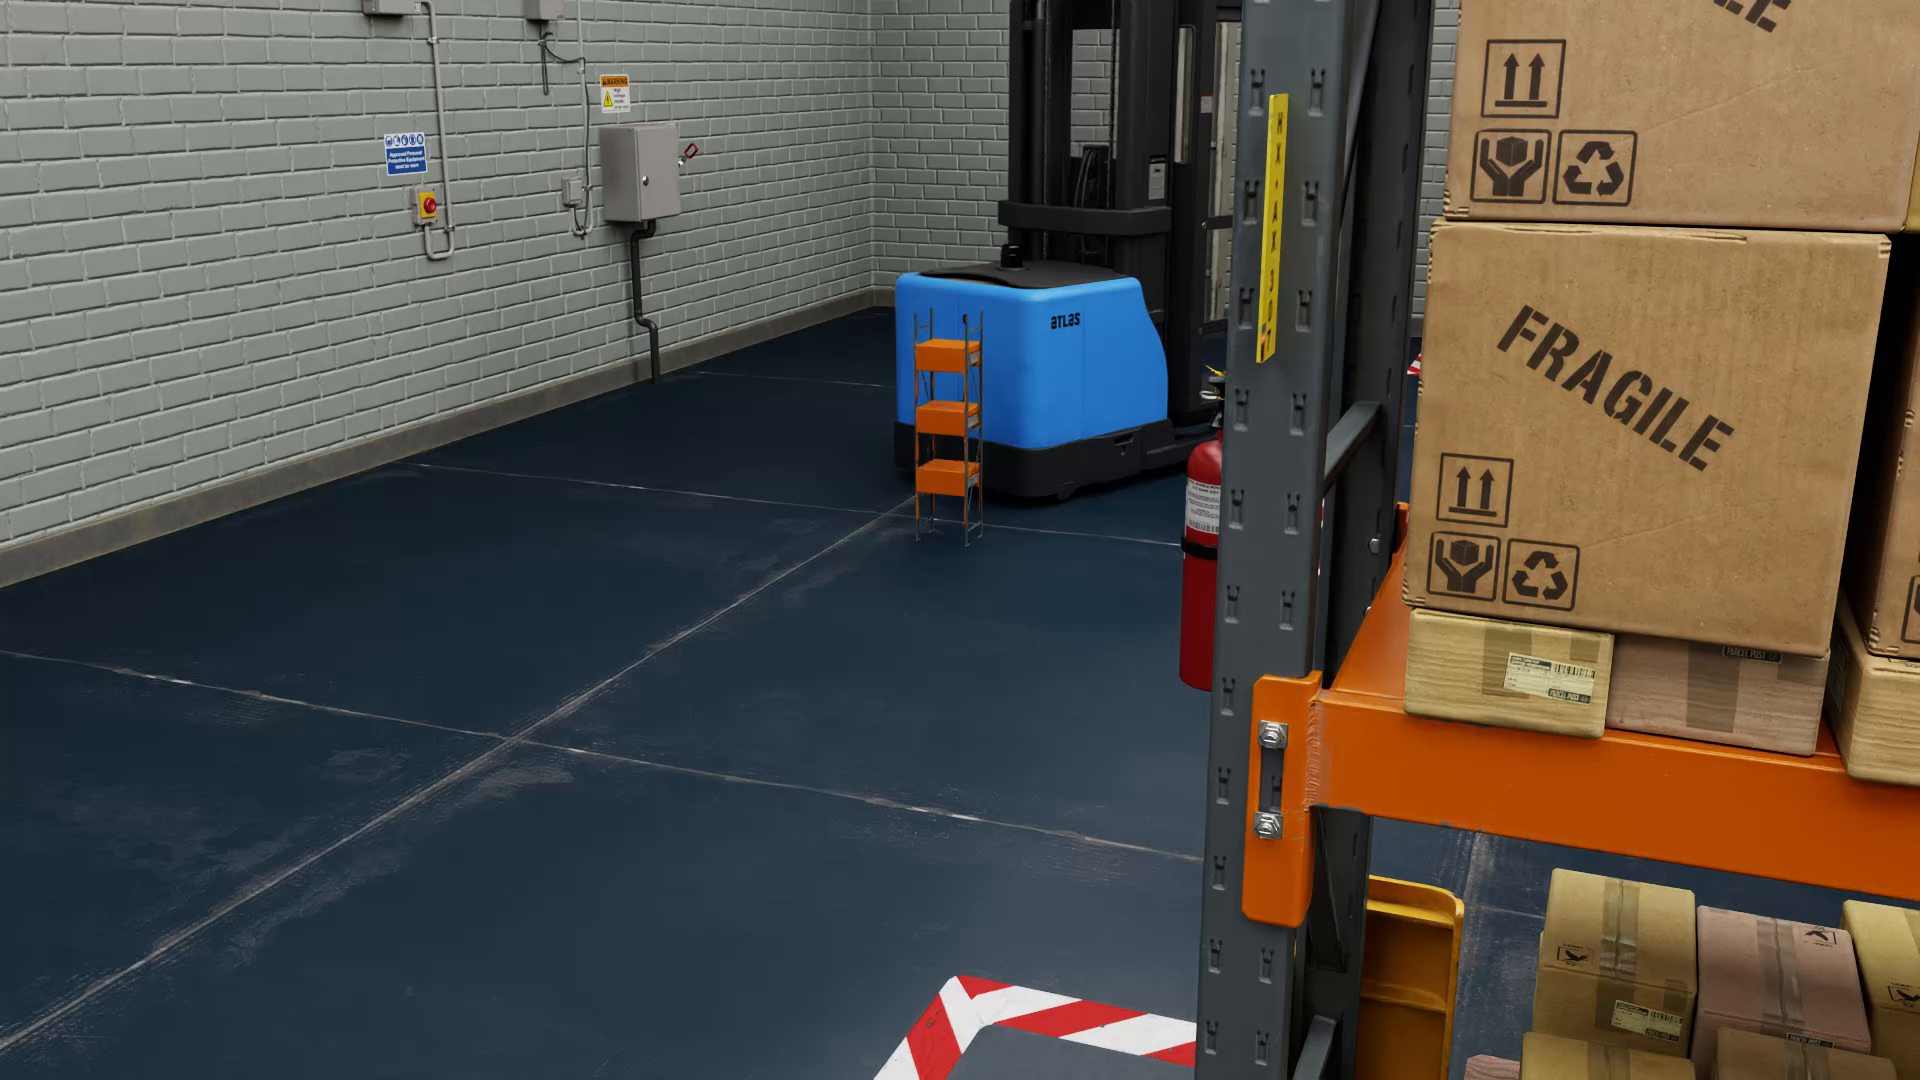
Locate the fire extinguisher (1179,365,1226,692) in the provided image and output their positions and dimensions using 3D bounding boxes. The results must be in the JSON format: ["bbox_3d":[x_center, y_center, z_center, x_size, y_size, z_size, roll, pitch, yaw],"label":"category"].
[{"bbox_3d":[0.526,-0.043,3.250,0.183,0.674,0.296,6,17,21],"label":"fire extinguisher"}]

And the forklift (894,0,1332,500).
[{"bbox_3d":[1.042,-1.938,9.092,1.130,2.935,3.031,15,22,42],"label":"forklift"}]

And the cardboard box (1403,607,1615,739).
[{"bbox_3d":[0.772,0.125,2.314,0.250,0.149,0.380,6,17,20],"label":"cardboard box"}]

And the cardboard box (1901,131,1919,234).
[{"bbox_3d":[1.383,-0.620,1.924,0.500,0.500,0.500,7,18,22],"label":"cardboard box"}]

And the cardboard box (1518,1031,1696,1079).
[{"bbox_3d":[0.953,0.909,2.454,0.250,0.149,0.380,5,17,18],"label":"cardboard box"}]

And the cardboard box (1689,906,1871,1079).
[{"bbox_3d":[1.389,0.797,2.842,0.250,0.149,0.380,7,17,22],"label":"cardboard box"}]

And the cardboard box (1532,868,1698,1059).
[{"bbox_3d":[1.176,0.756,2.982,0.250,0.149,0.380,6,17,21],"label":"cardboard box"}]

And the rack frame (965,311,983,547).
[{"bbox_3d":[0.064,-0.497,7.503,0.008,1.050,0.200,6,17,21],"label":"rack frame"}]

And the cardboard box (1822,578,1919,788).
[{"bbox_3d":[1.254,0.181,2.119,0.250,0.149,0.380,6,17,19],"label":"cardboard box"}]

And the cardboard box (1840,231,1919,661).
[{"bbox_3d":[1.414,-0.139,2.060,0.500,0.500,0.500,6,17,21],"label":"cardboard box"}]

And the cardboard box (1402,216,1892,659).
[{"bbox_3d":[0.907,-0.187,2.226,0.500,0.500,0.500,7,18,23],"label":"cardboard box"}]

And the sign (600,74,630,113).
[{"bbox_3d":[-2.248,-2.912,10.844,0.001,0.242,0.339,6,17,21],"label":"sign"}]

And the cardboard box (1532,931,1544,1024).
[{"bbox_3d":[1.186,0.890,3.053,0.250,0.149,0.380,6,17,19],"label":"cardboard box"}]

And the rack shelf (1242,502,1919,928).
[{"bbox_3d":[2.451,0.436,2.082,4.000,0.370,1.077,6,17,21],"label":"rack shelf"}]

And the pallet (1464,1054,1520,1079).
[{"bbox_3d":[1.404,1.325,2.731,1.213,0.211,1.003,6,17,21],"label":"pallet"}]

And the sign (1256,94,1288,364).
[{"bbox_3d":[0.392,-0.389,2.081,0.005,0.325,0.100,6,17,21],"label":"sign"}]

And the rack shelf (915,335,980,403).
[{"bbox_3d":[-0.050,-0.772,7.470,0.240,0.259,0.215,6,17,21],"label":"rack shelf"}]

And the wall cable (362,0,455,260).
[{"bbox_3d":[-2.941,-2.482,8.964,0.123,1.953,0.585,6,17,21],"label":"wall cable"}]

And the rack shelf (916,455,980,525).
[{"bbox_3d":[-0.050,-0.233,7.627,0.240,0.259,0.215,6,17,21],"label":"rack shelf"}]

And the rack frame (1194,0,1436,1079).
[{"bbox_3d":[0.589,-0.113,2.683,0.053,2.616,0.949,6,17,21],"label":"rack frame"}]

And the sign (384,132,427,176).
[{"bbox_3d":[-3.016,-2.103,9.051,0.001,0.218,0.327,6,17,21],"label":"sign"}]

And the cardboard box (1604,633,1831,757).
[{"bbox_3d":[1.024,0.140,2.262,0.250,0.149,0.380,7,18,23],"label":"cardboard box"}]

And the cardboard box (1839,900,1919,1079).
[{"bbox_3d":[1.676,0.790,2.865,0.250,0.149,0.380,6,17,19],"label":"cardboard box"}]

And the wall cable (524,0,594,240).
[{"bbox_3d":[-2.432,-2.836,10.240,0.122,1.984,0.588,6,17,21],"label":"wall cable"}]

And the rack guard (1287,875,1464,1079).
[{"bbox_3d":[0.661,1.094,3.008,0.348,0.500,1.175,6,17,21],"label":"rack guard"}]

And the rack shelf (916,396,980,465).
[{"bbox_3d":[-0.050,-0.499,7.549,0.240,0.259,0.215,6,17,21],"label":"rack shelf"}]

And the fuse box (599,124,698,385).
[{"bbox_3d":[-2.035,-1.890,11.115,0.414,1.711,0.539,6,17,21],"label":"fuse box"}]

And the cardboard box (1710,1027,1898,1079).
[{"bbox_3d":[1.254,0.906,2.465,0.250,0.149,0.380,7,17,22],"label":"cardboard box"}]

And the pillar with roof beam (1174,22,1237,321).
[{"bbox_3d":[0.374,-4.970,8.653,0.400,9.000,9.100,6,17,21],"label":"pillar with roof beam"}]

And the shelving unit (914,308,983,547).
[{"bbox_3d":[-0.050,-0.510,7.546,0.252,1.050,0.215,6,17,21],"label":"shelving unit"}]

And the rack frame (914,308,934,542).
[{"bbox_3d":[-0.163,-0.522,7.589,0.008,1.050,0.200,6,17,21],"label":"rack frame"}]

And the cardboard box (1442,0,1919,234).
[{"bbox_3d":[0.911,-0.670,2.096,0.500,0.500,0.500,6,17,20],"label":"cardboard box"}]
